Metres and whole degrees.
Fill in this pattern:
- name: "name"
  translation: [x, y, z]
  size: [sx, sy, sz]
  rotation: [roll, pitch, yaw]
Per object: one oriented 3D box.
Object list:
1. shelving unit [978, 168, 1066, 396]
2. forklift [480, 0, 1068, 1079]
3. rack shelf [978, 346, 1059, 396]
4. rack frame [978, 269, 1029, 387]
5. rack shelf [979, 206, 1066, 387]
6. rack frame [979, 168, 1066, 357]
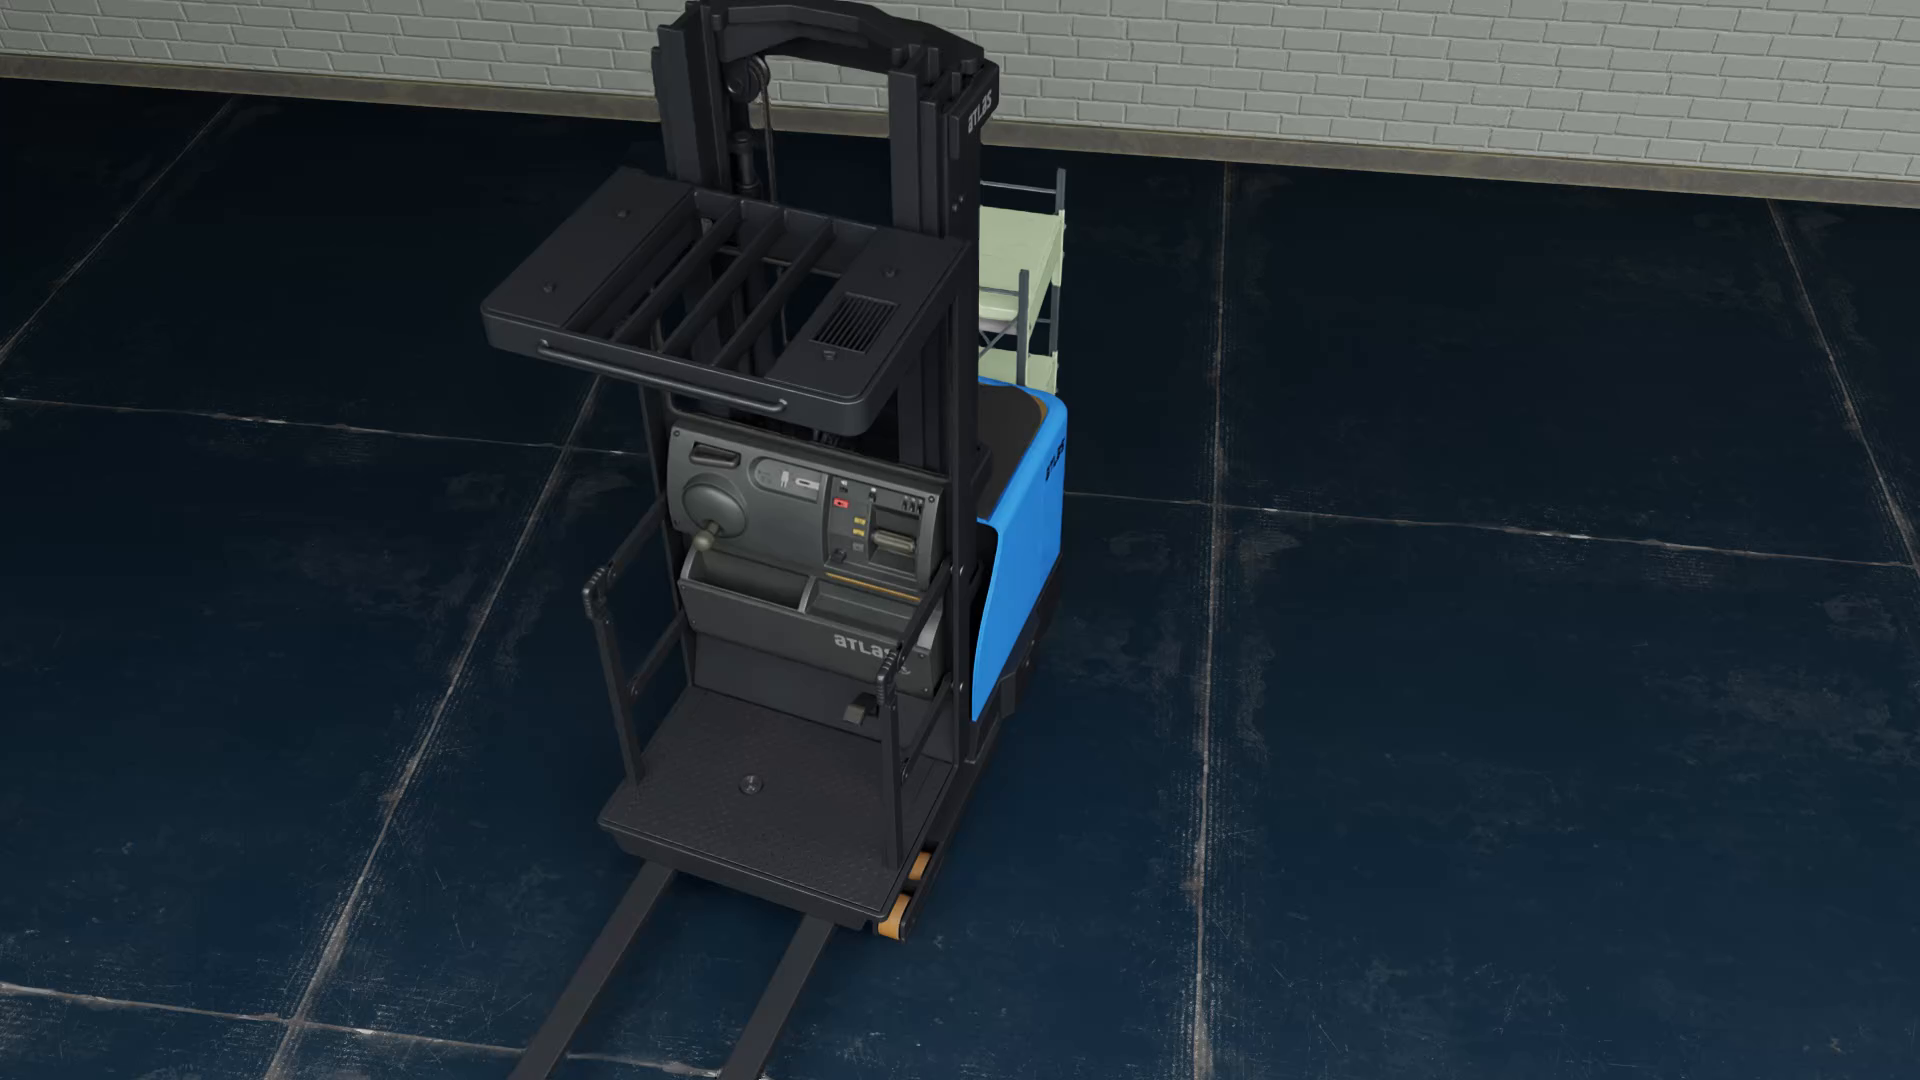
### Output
- name: "shelving unit"
  translation: [0.144, -0.721, 6.943]
  size: [0.431, 1.500, 0.755]
  rotation: [9, 44, 10]
- name: "forklift"
  translation: [-0.582, -0.005, 5.146]
  size: [1.130, 2.935, 3.031]
  rotation: [15, 45, 15]
- name: "rack shelf"
  translation: [0.144, -0.485, 7.167]
  size: [0.431, 0.370, 0.720]
  rotation: [9, 44, 10]
- name: "rack frame"
  translation: [0.059, -0.477, 6.685]
  size: [0.400, 1.500, 0.023]
  rotation: [9, 44, 10]
- name: "rack shelf"
  translation: [0.144, -1.005, 6.675]
  size: [0.431, 0.370, 0.720]
  rotation: [9, 44, 10]
- name: "rack frame"
  translation: [0.229, -0.966, 7.202]
  size: [0.400, 1.500, 0.023]
  rotation: [9, 44, 10]
